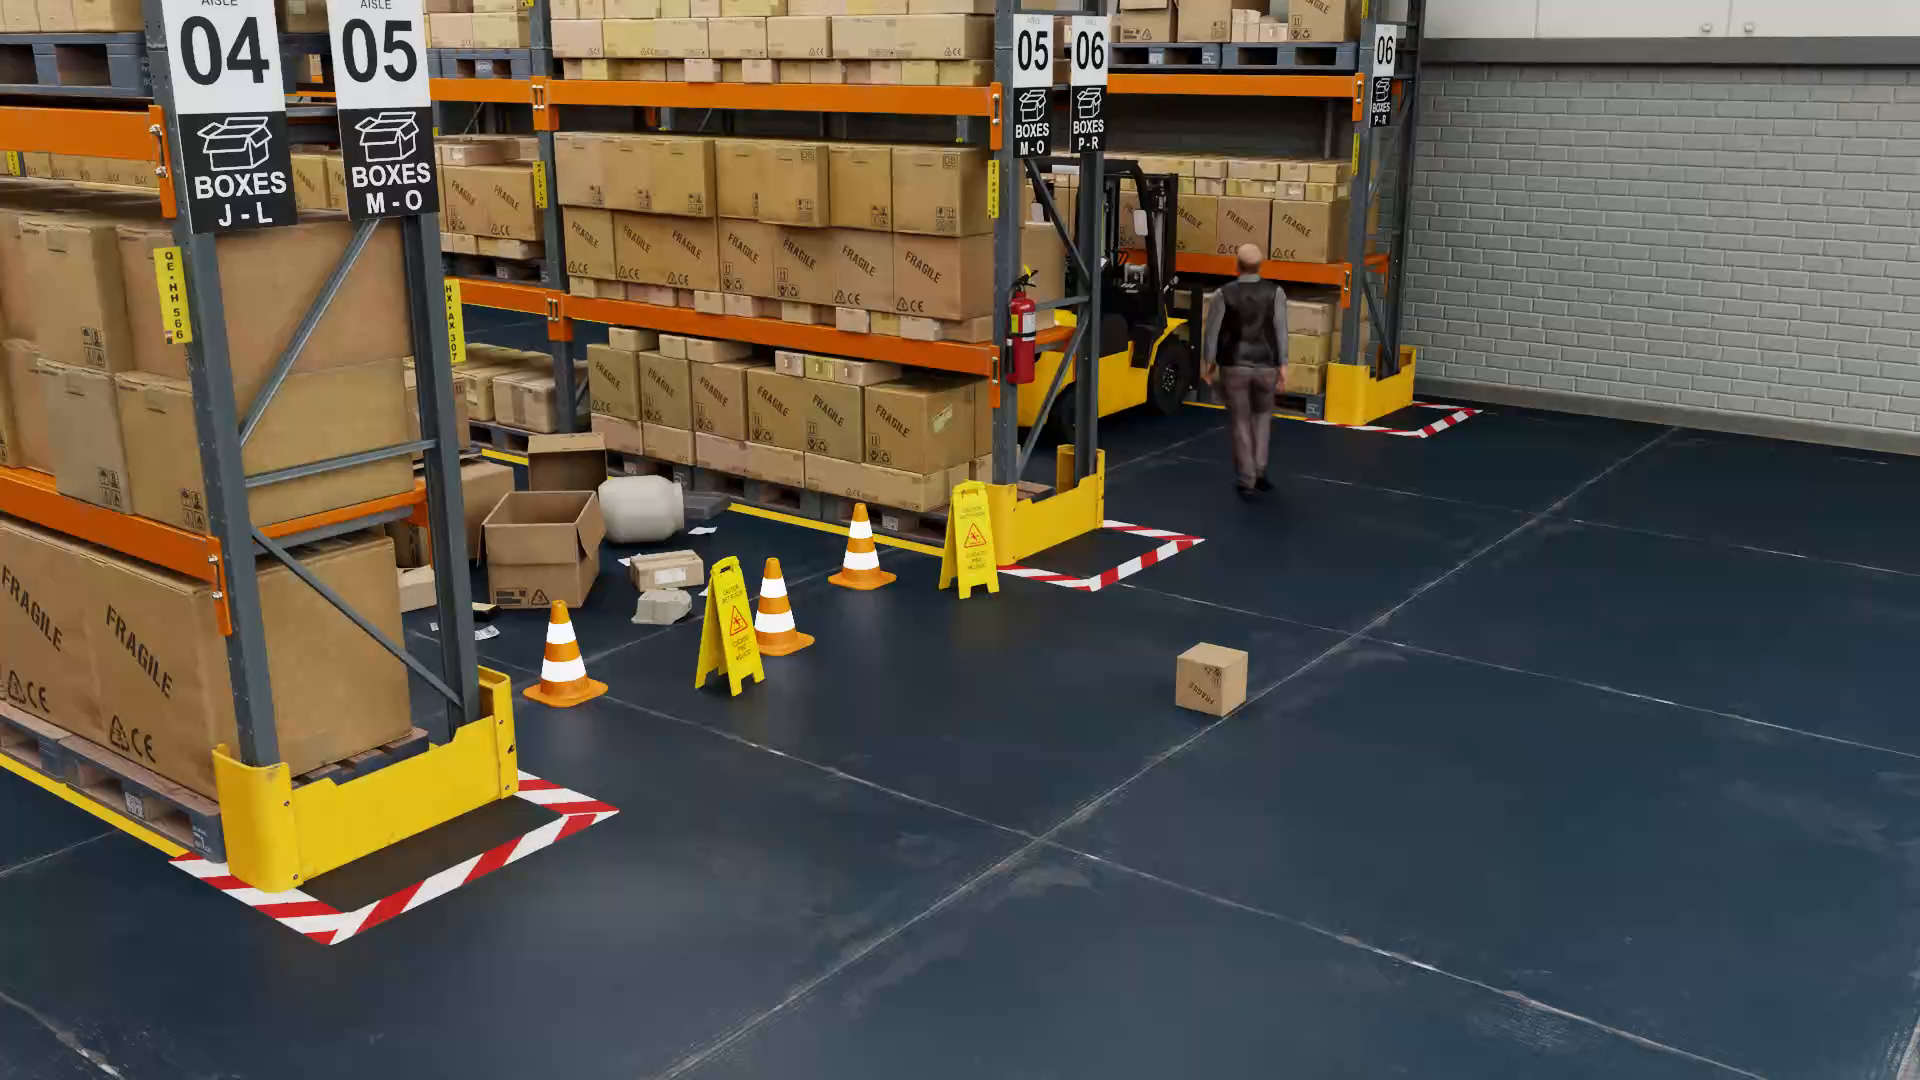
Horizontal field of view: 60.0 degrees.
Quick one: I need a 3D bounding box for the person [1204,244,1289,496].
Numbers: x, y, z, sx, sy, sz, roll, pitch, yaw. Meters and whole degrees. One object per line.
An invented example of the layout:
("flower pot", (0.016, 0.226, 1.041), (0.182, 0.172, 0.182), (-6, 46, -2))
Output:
("person", (1.961, -1.151, 11.494), (0.570, 1.770, 0.551), (0, 16, -1))
